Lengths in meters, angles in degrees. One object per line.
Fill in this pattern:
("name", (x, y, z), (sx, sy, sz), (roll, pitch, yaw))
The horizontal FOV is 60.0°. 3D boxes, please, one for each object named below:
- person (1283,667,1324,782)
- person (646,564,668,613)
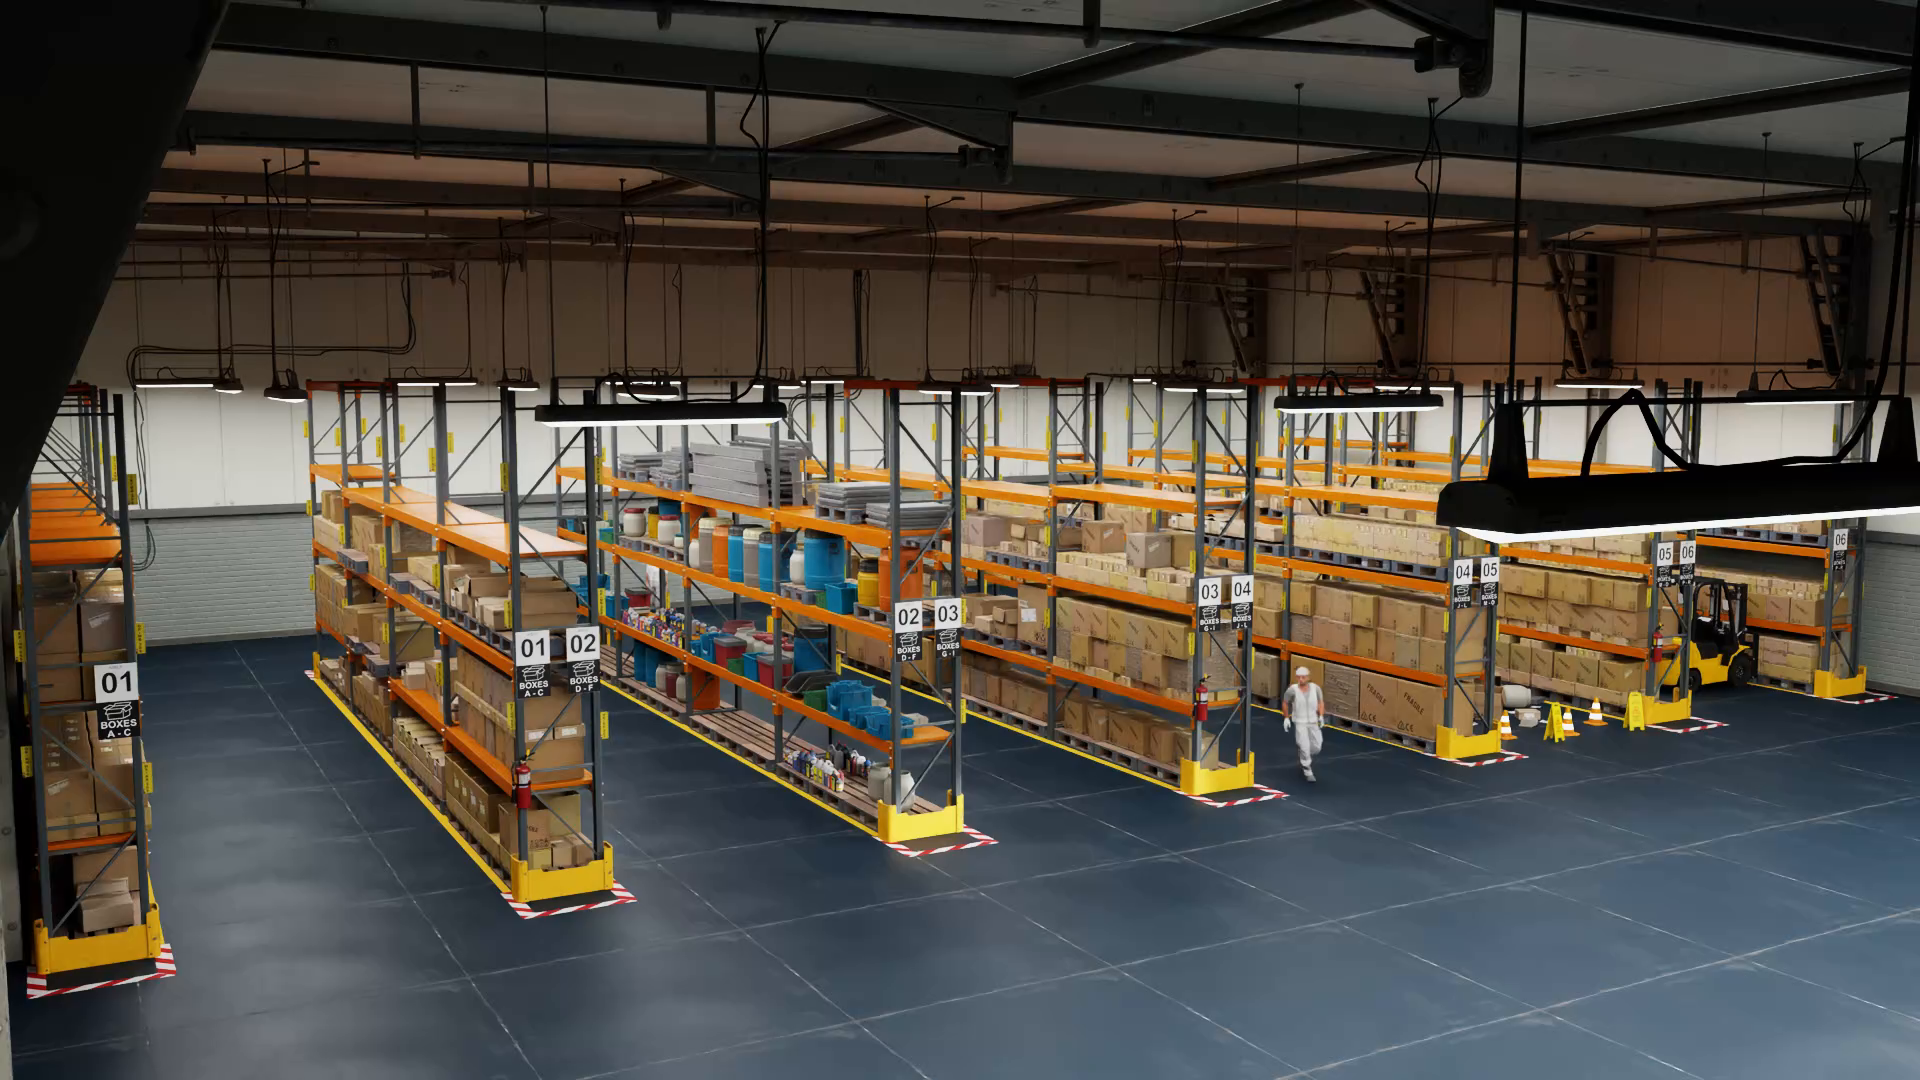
("person", (5.233, 2.771, 25.346), (0.586, 1.745, 0.691), (-1, 6, -9))
("person", (-7.427, 1.096, 40.893), (0.539, 1.743, 0.778), (3, 7, 23))
